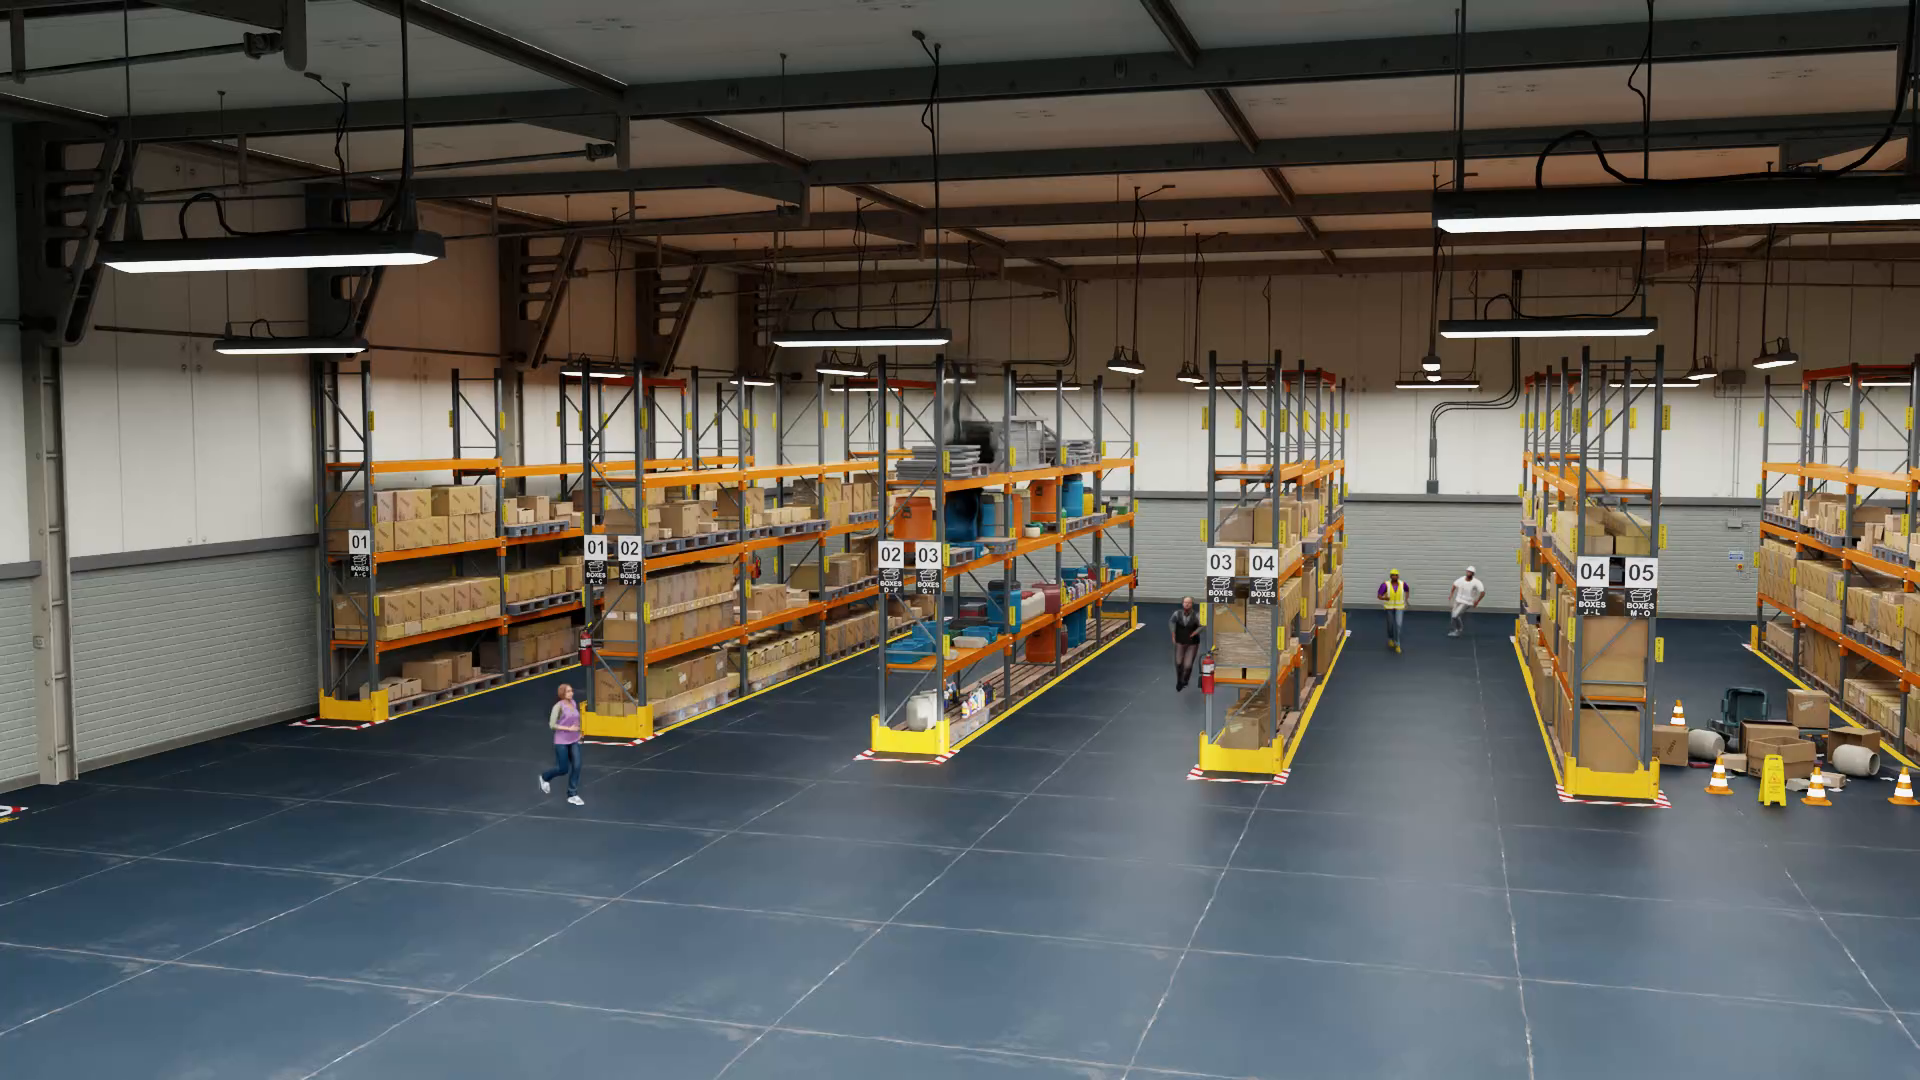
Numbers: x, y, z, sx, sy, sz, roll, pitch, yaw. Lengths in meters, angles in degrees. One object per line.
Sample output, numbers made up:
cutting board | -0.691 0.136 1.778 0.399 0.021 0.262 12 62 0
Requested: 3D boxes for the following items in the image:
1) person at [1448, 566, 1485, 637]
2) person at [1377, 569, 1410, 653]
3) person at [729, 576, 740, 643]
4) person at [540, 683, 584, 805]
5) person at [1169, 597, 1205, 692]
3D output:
person | 11.613 1.428 38.427 0.659 1.672 0.776 -2 4 -24
person | 9.426 1.513 36.165 0.693 1.782 0.946 1 4 12
person | -4.982 1.583 36.585 0.589 1.647 0.790 1 4 16
person | -5.204 2.656 21.792 0.730 1.574 0.531 3 5 31
person | 4.027 1.867 29.569 0.660 1.705 0.636 1 4 11
